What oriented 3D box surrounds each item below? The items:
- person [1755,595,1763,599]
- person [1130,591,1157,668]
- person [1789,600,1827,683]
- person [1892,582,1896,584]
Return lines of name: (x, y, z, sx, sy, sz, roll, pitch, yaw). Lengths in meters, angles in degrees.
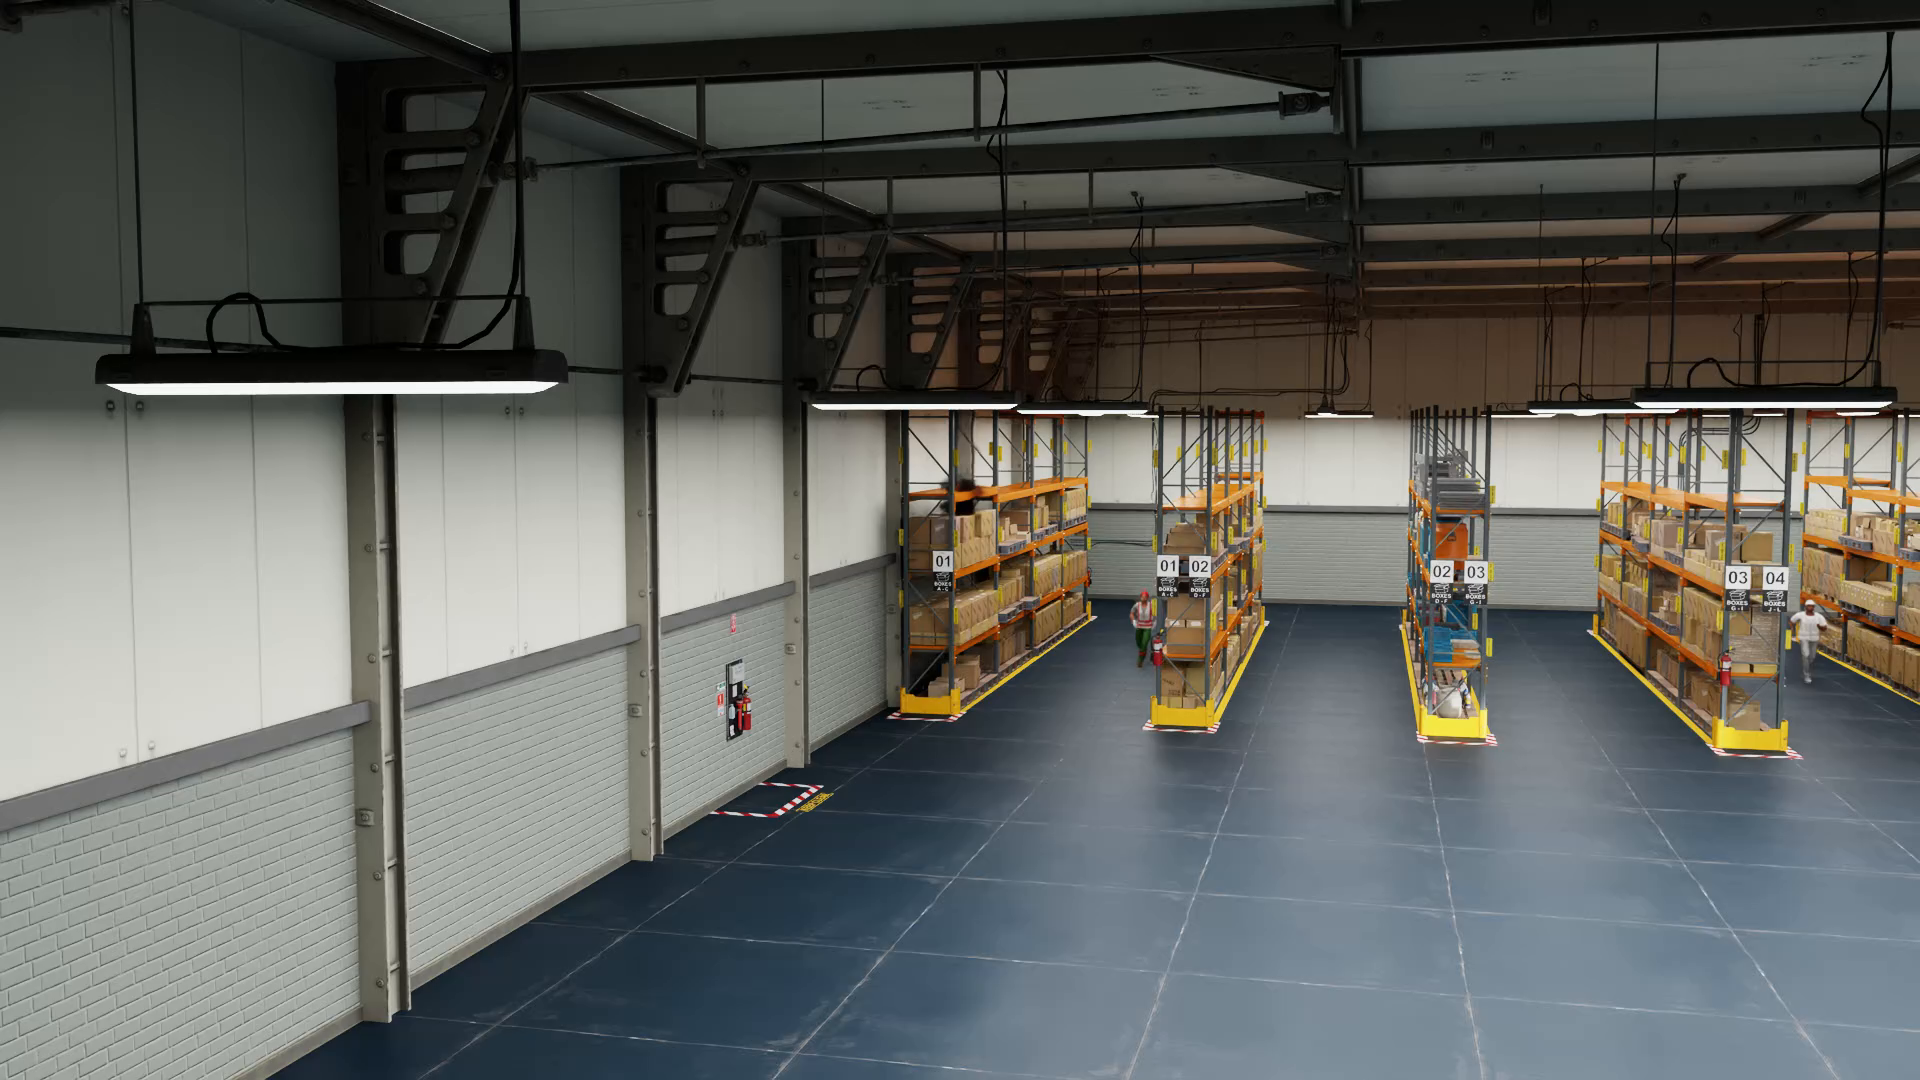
person: (20.404, 1.803, 42.312, 0.734, 1.764, 0.992, 1, 4, 17)
person: (4.314, 2.063, 38.912, 0.683, 1.767, 0.873, 1, 4, 14)
person: (18.630, 2.196, 36.497, 0.693, 1.778, 0.946, 1, 4, 11)
person: (23.934, 1.845, 42.646, 0.646, 1.641, 0.571, -1, 4, -9)
